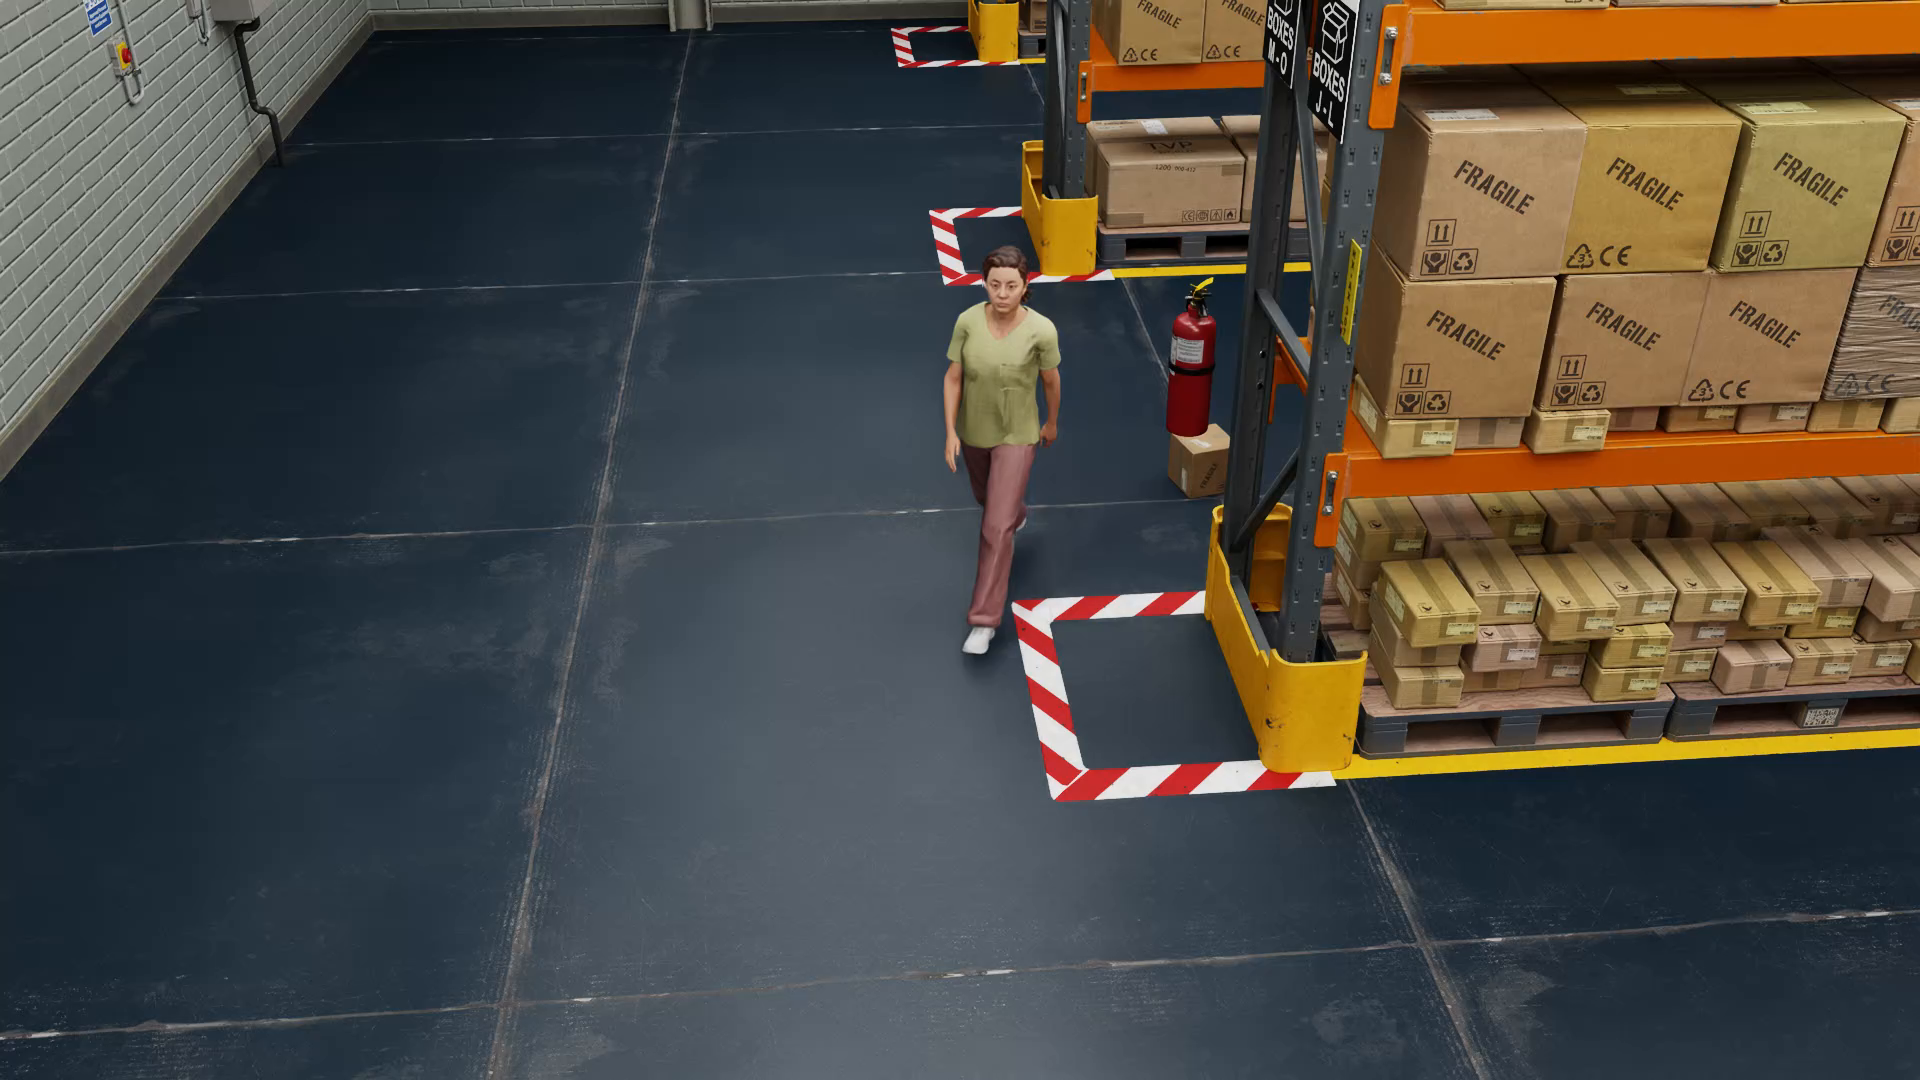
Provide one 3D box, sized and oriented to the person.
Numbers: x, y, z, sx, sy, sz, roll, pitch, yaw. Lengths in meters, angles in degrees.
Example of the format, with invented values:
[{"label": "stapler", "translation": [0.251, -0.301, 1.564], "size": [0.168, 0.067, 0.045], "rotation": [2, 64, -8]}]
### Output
[{"label": "person", "translation": [0.160, -0.441, 6.874], "size": [0.443, 1.616, 1.064], "rotation": [12, 33, 19]}]
